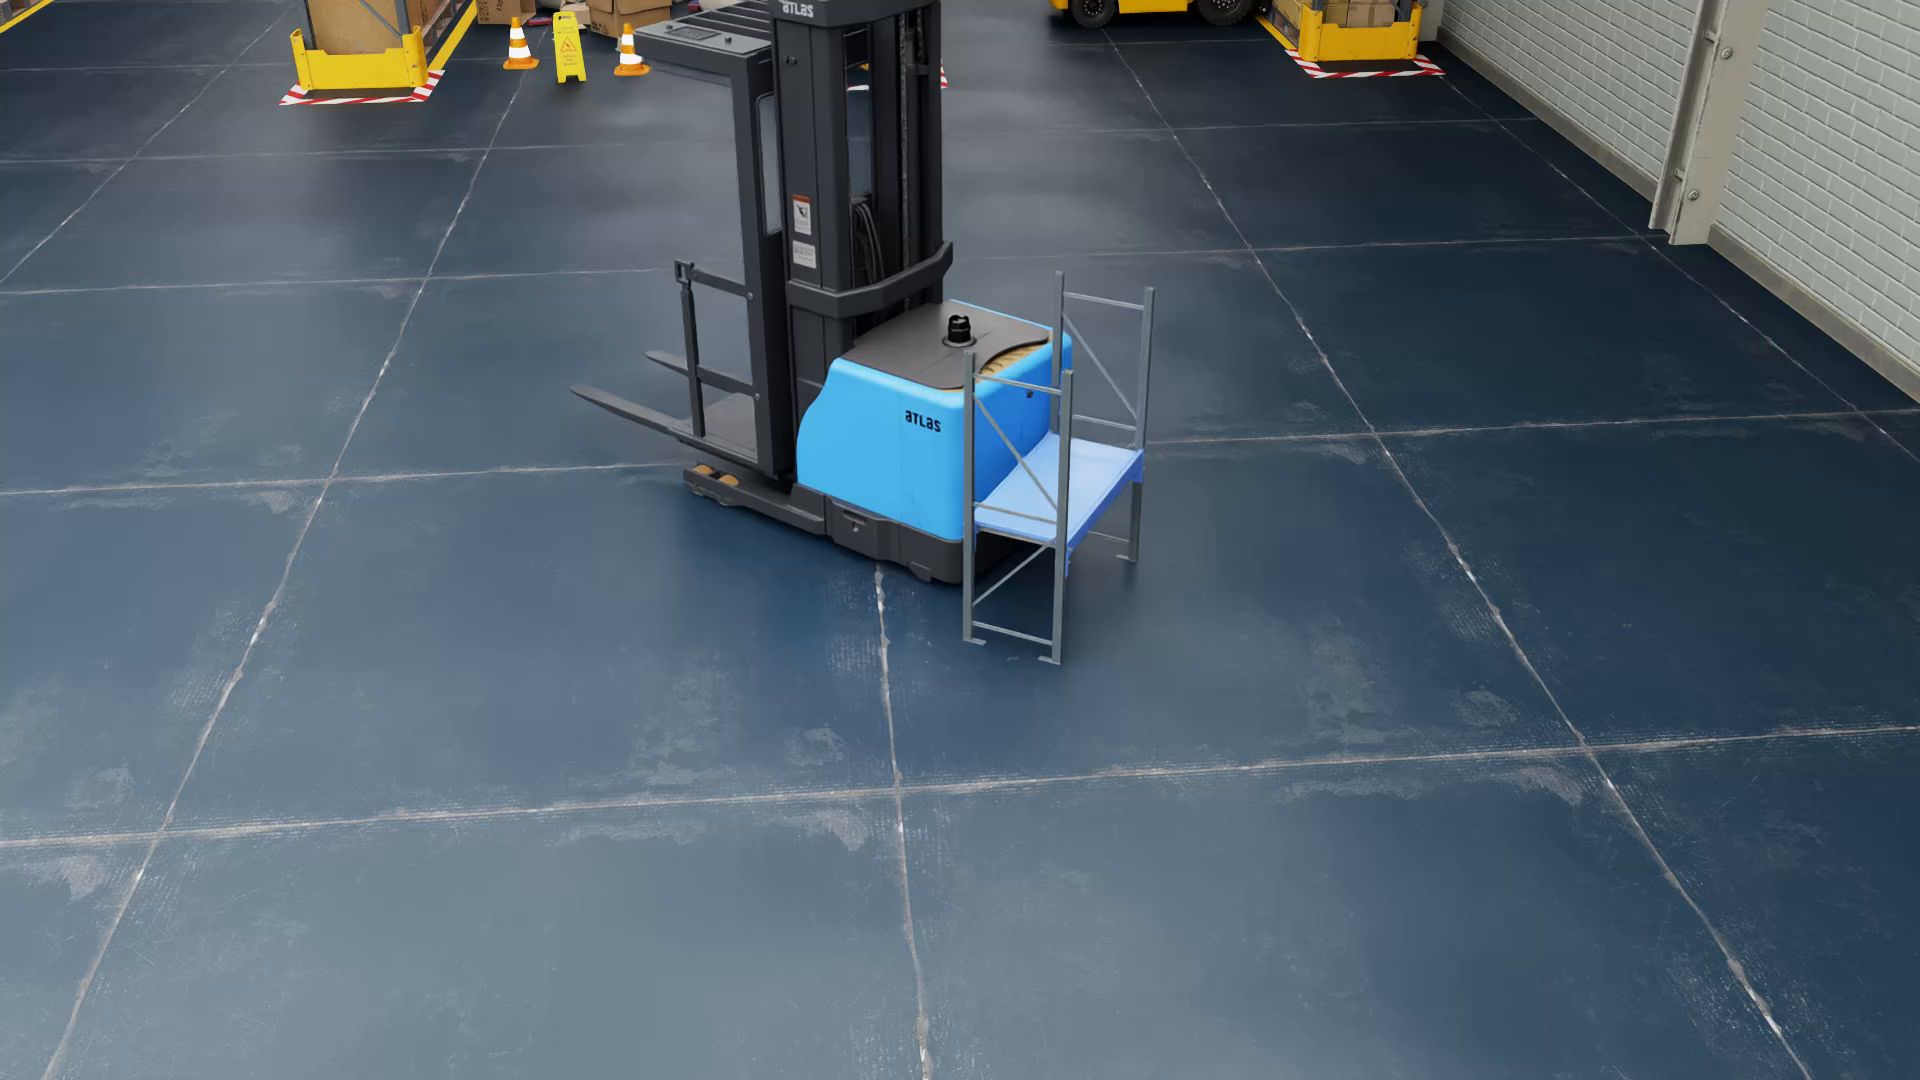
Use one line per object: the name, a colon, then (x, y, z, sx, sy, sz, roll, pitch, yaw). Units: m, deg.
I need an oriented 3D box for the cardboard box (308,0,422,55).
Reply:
cardboard box: (-5.920, -5.354, 16.452, 0.875, 0.875, 0.875, -3, 31, -4)

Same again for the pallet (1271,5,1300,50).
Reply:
pallet: (3.957, -5.463, 17.690, 1.003, 0.211, 1.213, -3, 31, -5)

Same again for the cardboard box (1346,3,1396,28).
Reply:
cardboard box: (4.219, -5.532, 17.358, 0.500, 0.250, 0.500, -3, 31, -4)

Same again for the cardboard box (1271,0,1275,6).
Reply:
cardboard box: (3.637, -6.007, 18.153, 0.500, 0.250, 0.500, -2, 31, -4)

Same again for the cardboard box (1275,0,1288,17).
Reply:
cardboard box: (3.674, -5.751, 17.724, 0.500, 0.250, 0.500, -3, 31, -5)

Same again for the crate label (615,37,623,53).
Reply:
crate label: (-3.405, -5.132, 17.209, 0.250, 0.136, 0.298, -20, 36, -30)

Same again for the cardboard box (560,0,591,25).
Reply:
cardboard box: (-4.170, -5.822, 18.239, 0.396, 0.266, 0.258, 2, 31, 4)

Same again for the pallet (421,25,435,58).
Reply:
pallet: (-5.943, -4.951, 16.832, 1.003, 0.211, 1.213, -3, 31, -5)

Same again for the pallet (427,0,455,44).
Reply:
pallet: (-6.054, -5.572, 17.873, 1.003, 0.211, 1.213, -3, 31, -5)

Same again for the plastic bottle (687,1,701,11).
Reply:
plastic bottle: (-2.992, -6.064, 18.843, 0.133, 0.061, 0.283, 2, 31, 4)

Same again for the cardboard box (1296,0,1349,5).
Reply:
cardboard box: (3.713, -5.720, 17.185, 0.500, 0.250, 0.500, -3, 31, -5)

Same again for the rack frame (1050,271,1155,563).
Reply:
rack frame: (0.684, -0.587, 8.271, 0.500, 1.500, 0.032, 14, 33, 22)

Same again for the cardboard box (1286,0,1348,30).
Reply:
cardboard box: (3.711, -5.496, 17.299, 0.500, 0.250, 0.500, -3, 31, -4)

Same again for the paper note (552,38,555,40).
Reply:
paper note: (-4.243, -5.329, 17.643, 0.144, 0.017, 0.142, 8, 32, 13)

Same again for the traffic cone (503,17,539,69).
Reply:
traffic cone: (-4.426, -4.993, 16.658, 0.336, 0.463, 0.334, -3, 31, -5)

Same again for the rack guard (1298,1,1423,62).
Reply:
rack guard: (4.072, -5.186, 16.945, 1.175, 0.500, 0.348, -3, 31, -5)

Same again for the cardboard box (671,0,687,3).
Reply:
cardboard box: (-3.306, -6.382, 19.175, 0.396, 0.266, 0.258, 27, 40, 37)

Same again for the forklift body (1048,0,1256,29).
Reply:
forklift body: (2.076, -6.788, 18.017, 2.313, 2.155, 1.214, -3, 31, -5)

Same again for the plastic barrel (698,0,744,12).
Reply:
plastic barrel: (-2.572, -5.908, 18.228, 0.512, 0.421, 0.421, 20, 36, 29)

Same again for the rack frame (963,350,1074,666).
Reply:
rack frame: (0.248, -0.116, 7.482, 0.500, 1.500, 0.032, 14, 33, 22)

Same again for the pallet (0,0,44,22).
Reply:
pallet: (-11.014, -6.061, 18.691, 1.003, 0.211, 1.213, -3, 31, -5)

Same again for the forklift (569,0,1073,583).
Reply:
forklift: (-0.899, -1.638, 8.634, 3.031, 2.935, 1.130, 21, 37, 31)

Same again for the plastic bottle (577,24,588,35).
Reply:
plastic bottle: (-4.109, -5.507, 17.911, 0.133, 0.061, 0.283, -14, 33, -22)

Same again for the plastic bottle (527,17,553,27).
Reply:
plastic bottle: (-4.579, -5.673, 18.188, 0.283, 0.061, 0.133, -14, 33, -22)

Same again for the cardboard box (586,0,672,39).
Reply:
cardboard box: (-3.556, -5.736, 17.862, 0.637, 0.503, 0.797, 27, 40, 37)

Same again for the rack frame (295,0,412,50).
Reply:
rack frame: (-5.791, -5.743, 15.440, 1.000, 3.000, 0.127, -3, 31, -5)

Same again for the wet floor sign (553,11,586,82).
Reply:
wet floor sign: (-3.817, -4.813, 16.178, 0.267, 0.644, 0.232, -8, 32, -13)

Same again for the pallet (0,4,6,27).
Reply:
pallet: (-10.897, -5.437, 17.646, 1.003, 0.211, 1.213, -3, 31, -5)

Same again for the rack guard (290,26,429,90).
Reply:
rack guard: (-5.788, -4.658, 16.061, 1.175, 0.500, 0.348, -3, 31, -5)

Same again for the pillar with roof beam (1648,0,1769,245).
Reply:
pillar with roof beam: (1.177, -5.976, 9.980, 9.100, 9.000, 0.400, -3, 31, -5)

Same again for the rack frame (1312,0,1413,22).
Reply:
rack frame: (4.070, -6.272, 16.325, 1.000, 3.000, 0.127, -3, 31, -5)

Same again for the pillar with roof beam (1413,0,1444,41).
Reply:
pillar with roof beam: (0.616, -9.040, 15.109, 9.100, 9.000, 0.400, -3, 31, -5)

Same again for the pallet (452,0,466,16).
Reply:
pallet: (-6.171, -6.196, 18.918, 1.003, 0.211, 1.213, -3, 31, -5)

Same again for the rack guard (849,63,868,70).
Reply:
rack guard: (-0.879, -4.998, 16.629, 1.175, 0.500, 0.348, -3, 31, -5)

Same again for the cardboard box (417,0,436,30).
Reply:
cardboard box: (-6.004, -5.804, 17.204, 0.875, 0.875, 0.875, -3, 31, -5)

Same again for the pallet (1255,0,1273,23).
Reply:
pallet: (3.846, -6.085, 18.731, 1.003, 0.211, 1.213, -3, 31, -5)

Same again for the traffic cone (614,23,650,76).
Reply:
traffic cone: (-3.270, -4.874, 16.458, 0.336, 0.463, 0.334, -3, 31, -5)

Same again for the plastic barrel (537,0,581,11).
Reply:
plastic barrel: (-4.531, -6.174, 18.673, 0.512, 0.421, 0.421, 20, 36, 29)

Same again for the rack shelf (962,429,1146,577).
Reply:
rack shelf: (0.466, -0.197, 7.969, 0.538, 0.185, 1.000, 14, 33, 22)

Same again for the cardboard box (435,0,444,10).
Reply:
cardboard box: (-6.087, -6.269, 17.983, 0.875, 0.875, 0.875, -3, 31, -4)

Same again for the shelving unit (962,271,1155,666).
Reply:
shelving unit: (0.466, -0.352, 7.877, 0.538, 1.500, 1.048, 14, 33, 22)

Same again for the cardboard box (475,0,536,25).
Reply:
cardboard box: (-4.998, -5.970, 18.255, 0.500, 0.500, 0.500, 2, 31, 4)

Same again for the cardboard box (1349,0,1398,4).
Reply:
cardboard box: (4.233, -5.736, 17.213, 0.500, 0.250, 0.500, -2, 31, -4)
